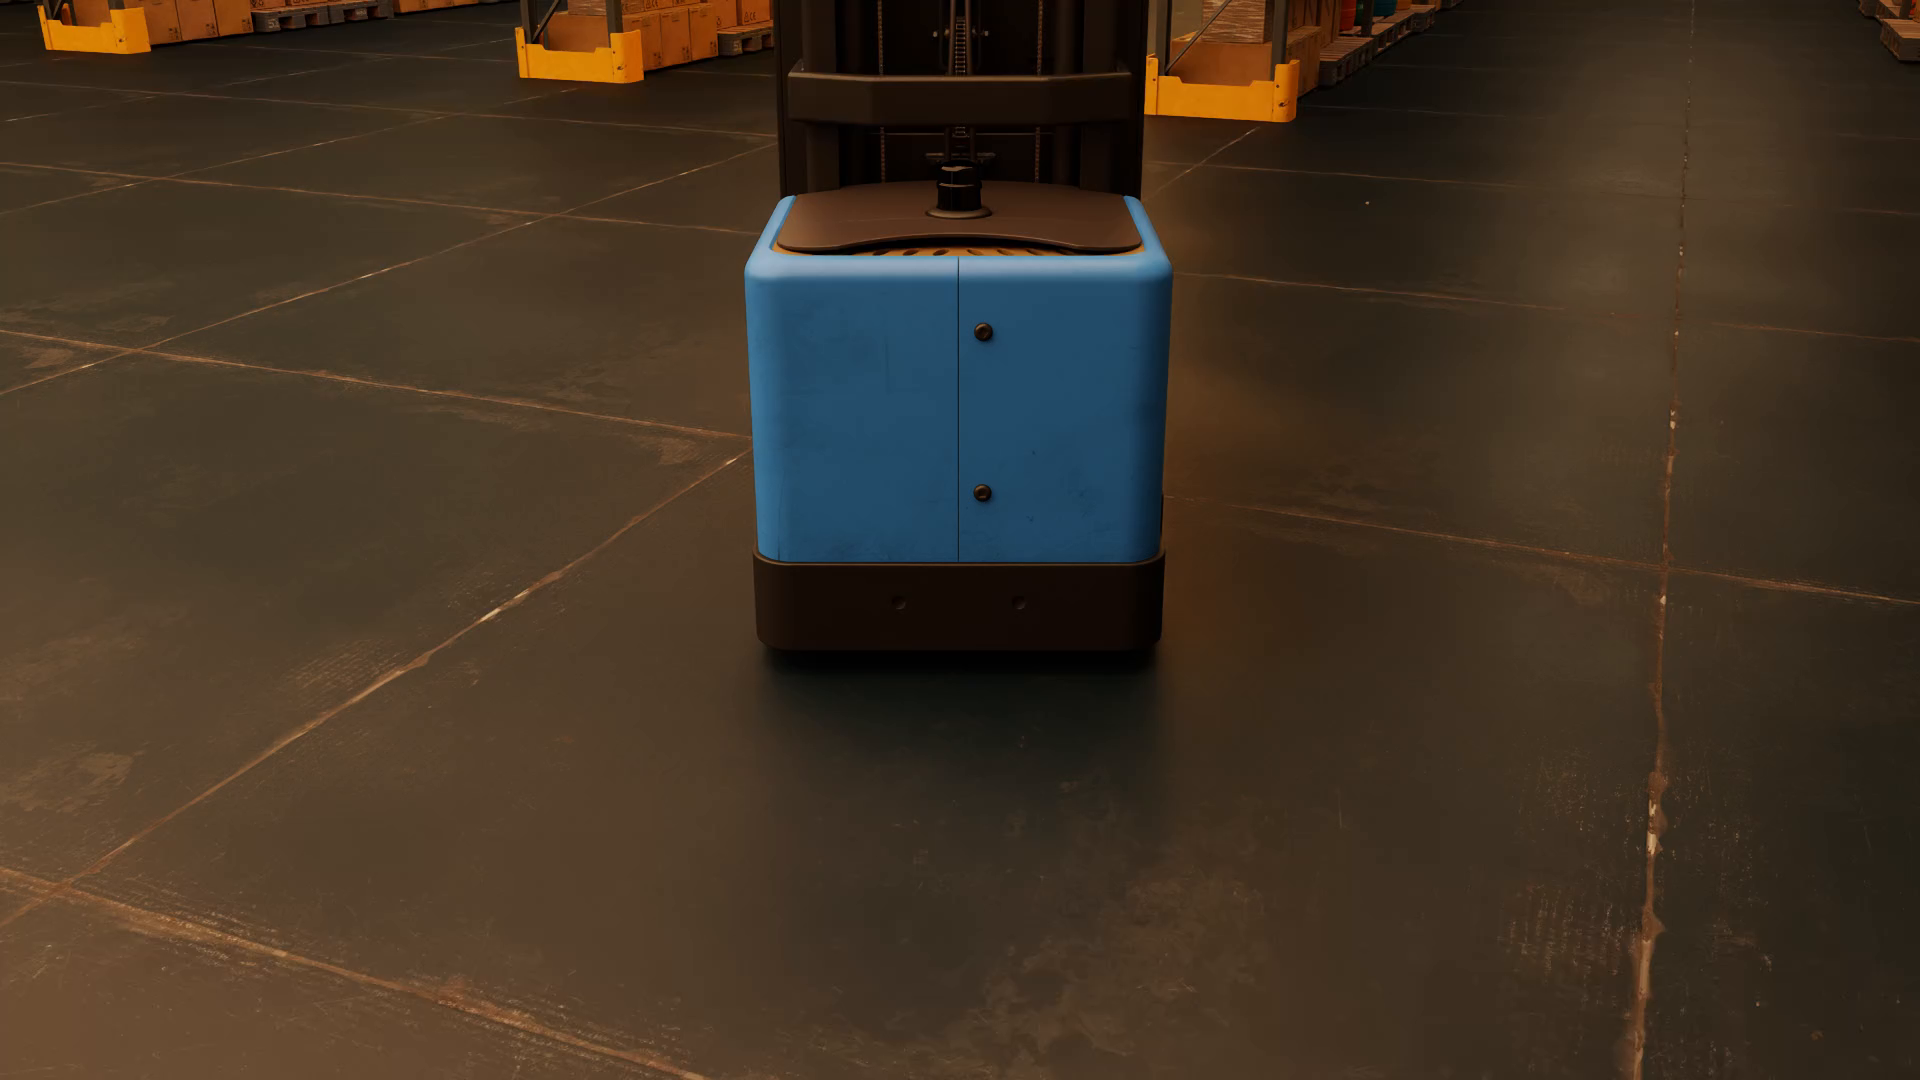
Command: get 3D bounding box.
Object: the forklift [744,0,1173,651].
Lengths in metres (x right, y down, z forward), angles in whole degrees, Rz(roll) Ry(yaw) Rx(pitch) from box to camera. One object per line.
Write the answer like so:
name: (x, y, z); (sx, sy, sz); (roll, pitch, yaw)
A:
forklift: (0.002, -1.587, 5.089); (1.130, 2.935, 3.031); (0, 23, 0)
